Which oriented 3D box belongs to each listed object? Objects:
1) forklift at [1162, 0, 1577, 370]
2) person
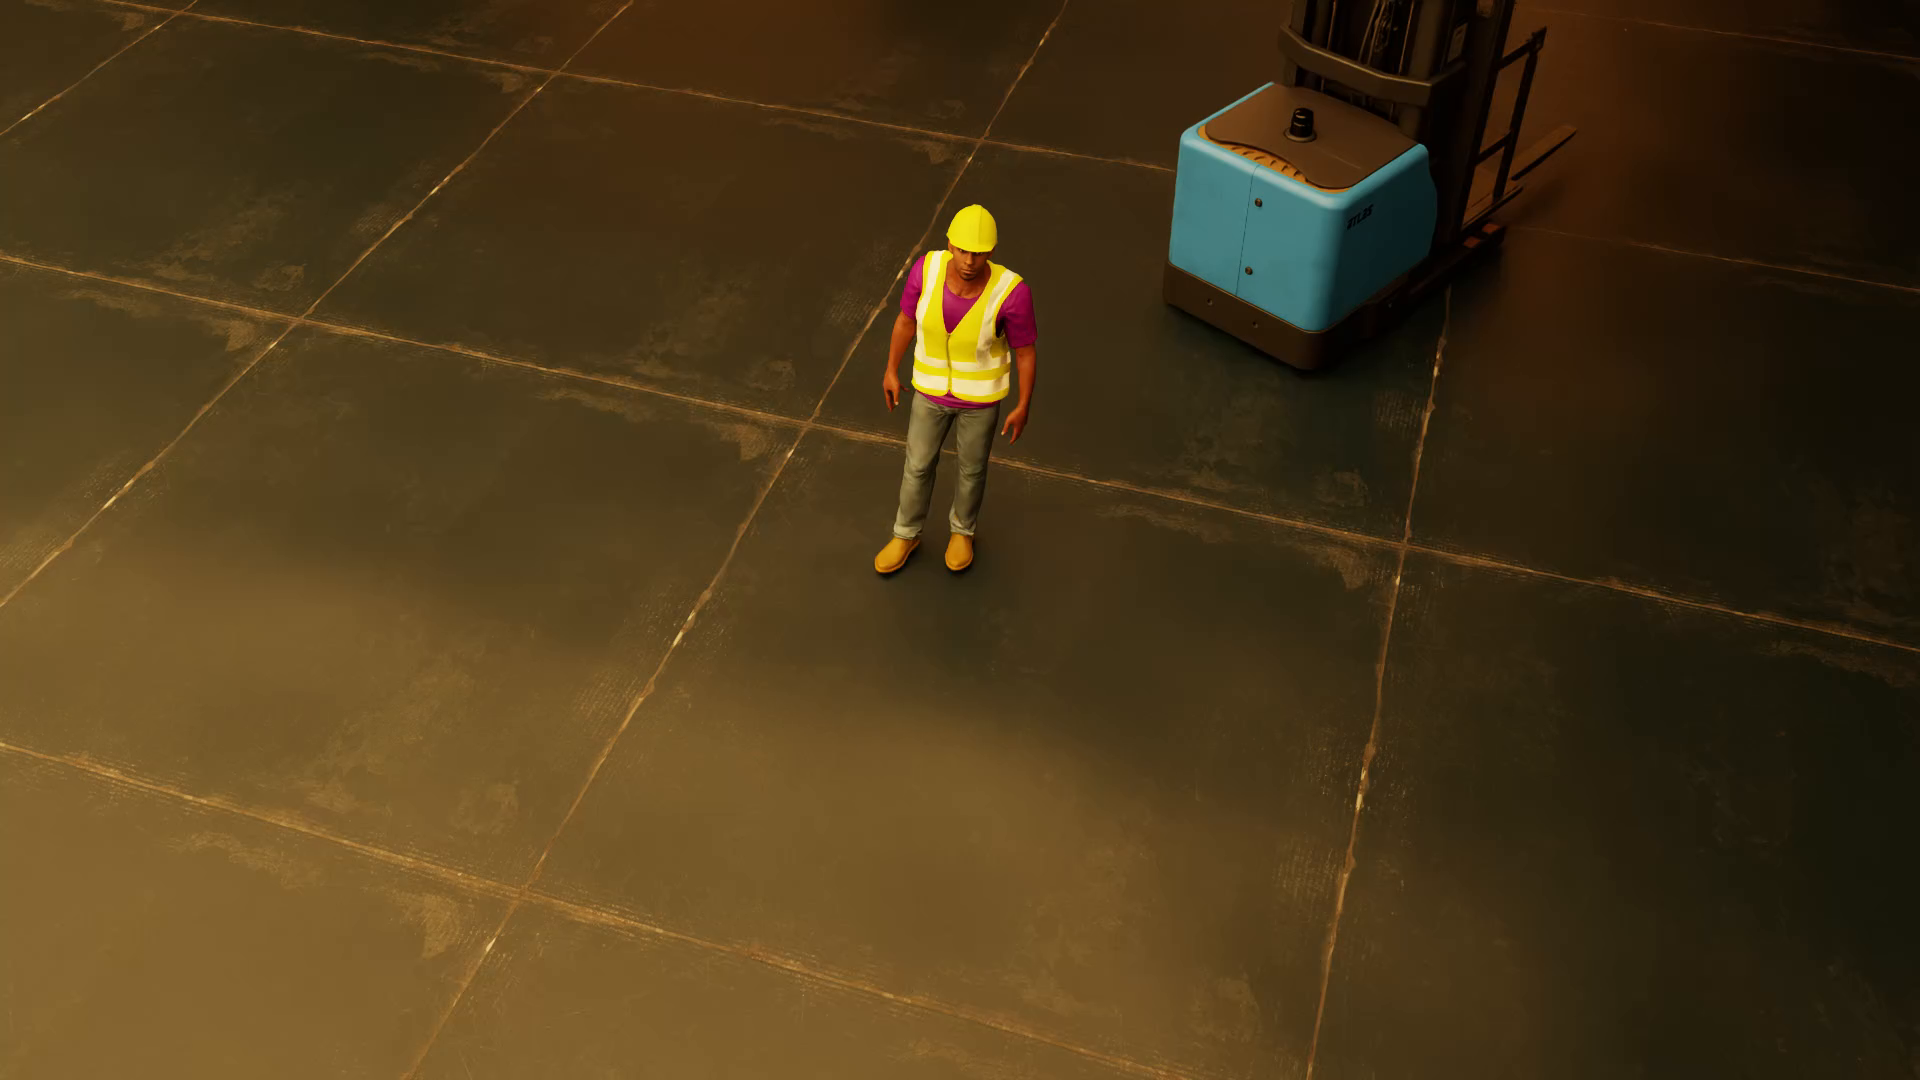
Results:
[{"bbox_3d":[2.504,-2.864,8.767,1.130,2.935,3.031,34,52,31],"label":"forklift"},{"bbox_3d":[-0.027,-0.608,7.187,0.665,1.765,0.577,12,44,13],"label":"person"}]
